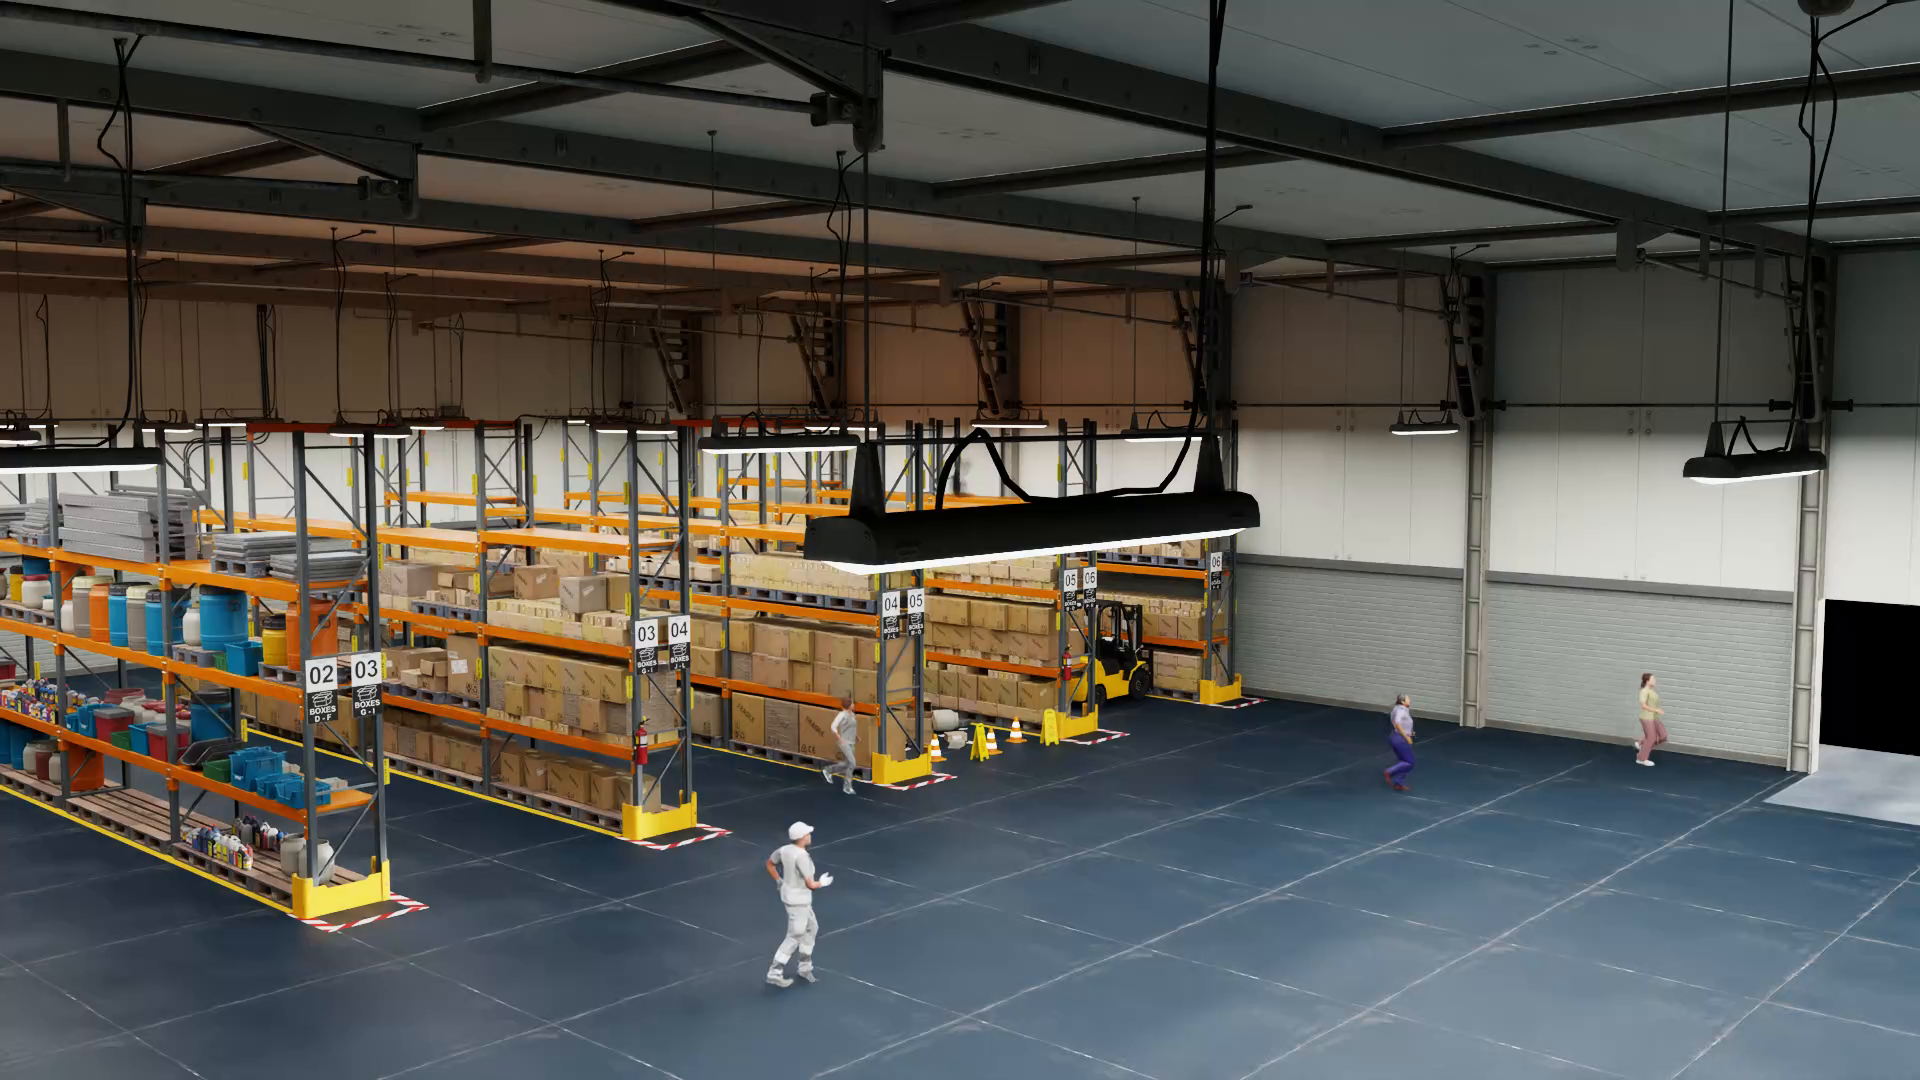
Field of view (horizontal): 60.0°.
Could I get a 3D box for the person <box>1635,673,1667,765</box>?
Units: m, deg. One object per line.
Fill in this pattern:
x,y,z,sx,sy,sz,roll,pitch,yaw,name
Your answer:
12.105,3.142,29.151,0.539,1.622,0.574,4,6,40,person

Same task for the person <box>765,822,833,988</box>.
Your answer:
-1.767,3.978,18.044,0.770,1.864,0.680,-2,5,-25,person

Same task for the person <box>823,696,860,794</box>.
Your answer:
-1.923,3.352,27.248,0.669,1.582,0.581,2,5,24,person

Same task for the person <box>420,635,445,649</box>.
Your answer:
-12.851,2.136,40.595,0.675,1.790,0.762,3,5,31,person

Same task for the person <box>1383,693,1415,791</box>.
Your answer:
7.200,3.311,27.289,0.596,1.620,0.600,0,5,0,person
